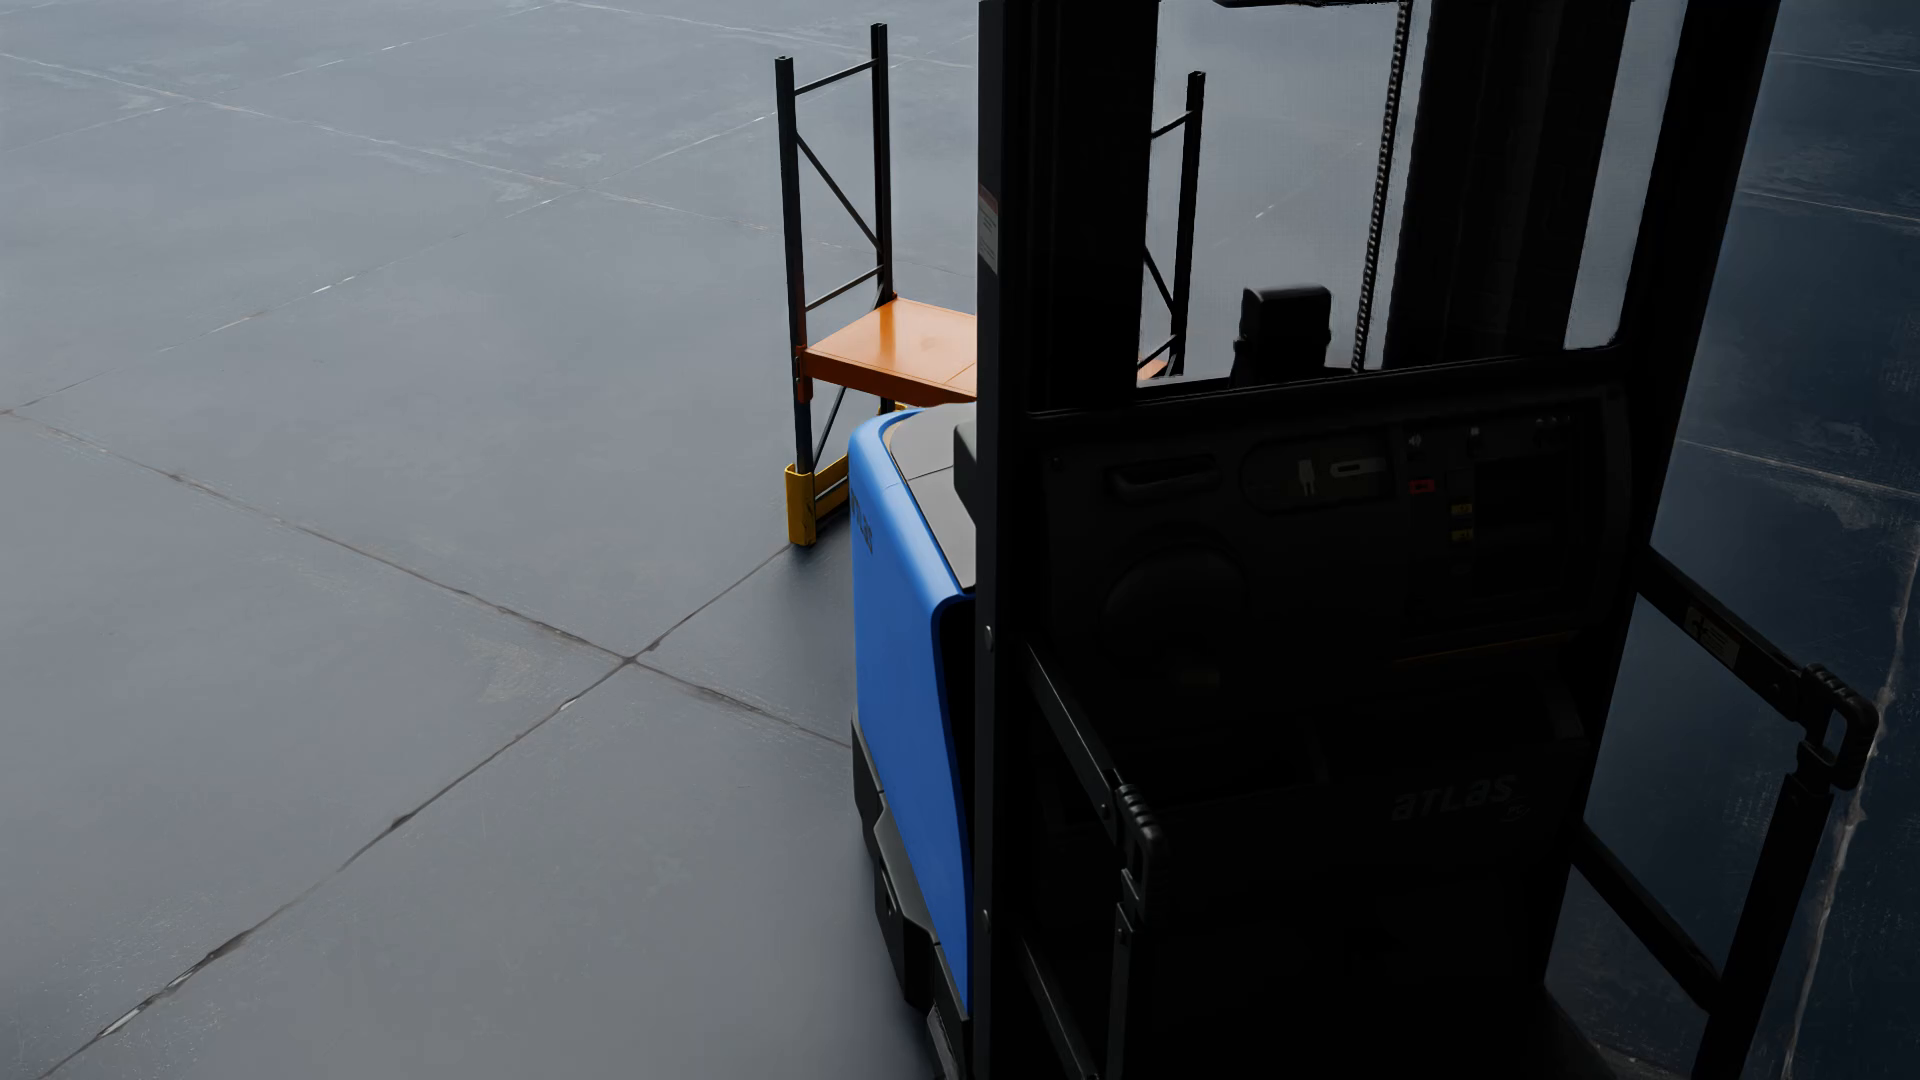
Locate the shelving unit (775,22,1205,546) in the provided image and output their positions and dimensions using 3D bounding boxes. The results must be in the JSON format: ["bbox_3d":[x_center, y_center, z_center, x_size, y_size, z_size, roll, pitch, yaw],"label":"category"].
[{"bbox_3d":[0.065,-0.627,4.837,1.083,1.500,0.587,18,35,27],"label":"shelving unit"}]

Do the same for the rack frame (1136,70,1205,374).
[{"bbox_3d":[0.503,-0.489,4.599,0.032,1.500,0.500,18,35,27],"label":"rack frame"}]

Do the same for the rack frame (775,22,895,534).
[{"bbox_3d":[-0.358,-0.761,5.066,0.032,1.500,0.500,18,35,27],"label":"rack frame"}]

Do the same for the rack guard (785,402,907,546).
[{"bbox_3d":[-0.357,-0.221,5.381,0.087,0.250,0.587,18,35,27],"label":"rack guard"}]

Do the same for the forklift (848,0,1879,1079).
[{"bbox_3d":[0.626,0.043,2.267,1.130,2.935,3.031,-8,31,-13],"label":"forklift"}]

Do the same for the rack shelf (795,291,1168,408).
[{"bbox_3d":[0.072,-0.470,4.924,1.000,0.185,0.538,18,35,27],"label":"rack shelf"}]
